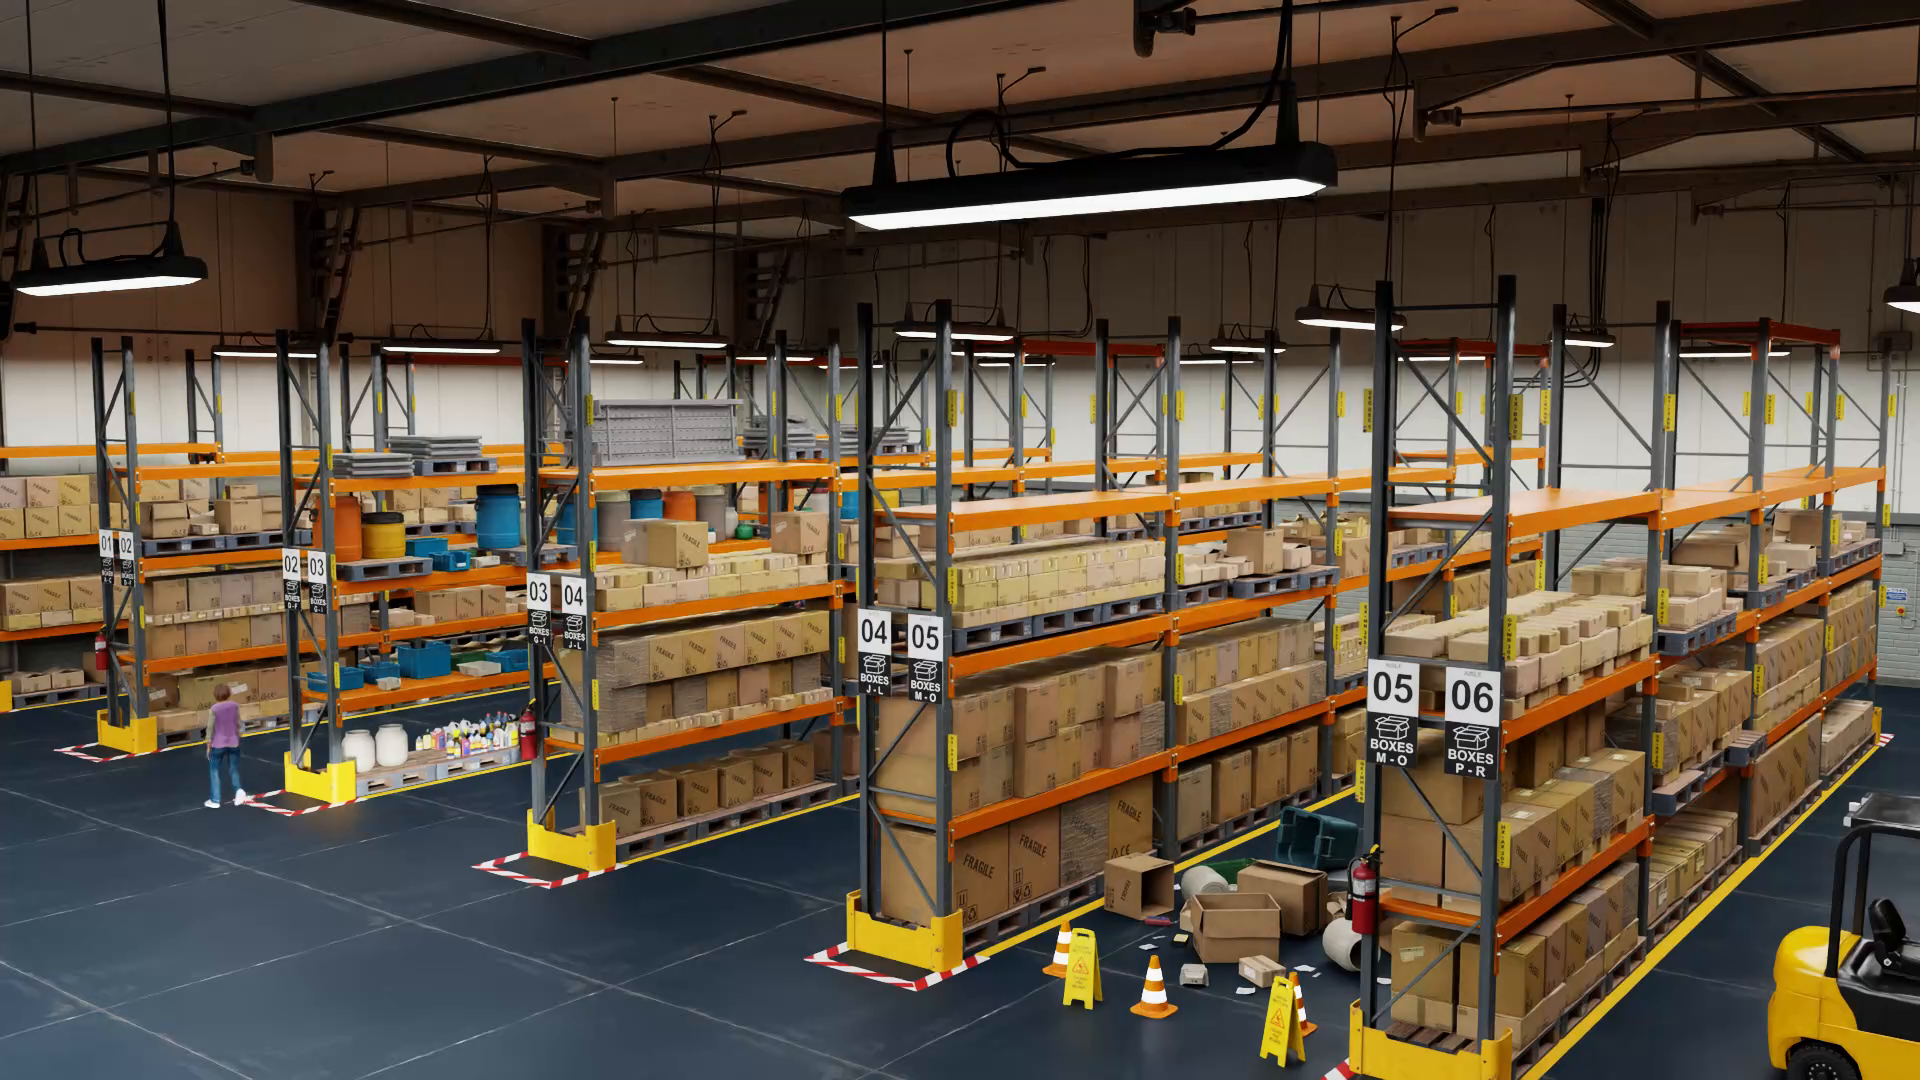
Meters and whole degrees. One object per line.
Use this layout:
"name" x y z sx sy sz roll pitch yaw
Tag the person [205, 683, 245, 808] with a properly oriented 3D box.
"person" -9.153 2.568 20.703 0.739 1.579 0.449 5 7 43
